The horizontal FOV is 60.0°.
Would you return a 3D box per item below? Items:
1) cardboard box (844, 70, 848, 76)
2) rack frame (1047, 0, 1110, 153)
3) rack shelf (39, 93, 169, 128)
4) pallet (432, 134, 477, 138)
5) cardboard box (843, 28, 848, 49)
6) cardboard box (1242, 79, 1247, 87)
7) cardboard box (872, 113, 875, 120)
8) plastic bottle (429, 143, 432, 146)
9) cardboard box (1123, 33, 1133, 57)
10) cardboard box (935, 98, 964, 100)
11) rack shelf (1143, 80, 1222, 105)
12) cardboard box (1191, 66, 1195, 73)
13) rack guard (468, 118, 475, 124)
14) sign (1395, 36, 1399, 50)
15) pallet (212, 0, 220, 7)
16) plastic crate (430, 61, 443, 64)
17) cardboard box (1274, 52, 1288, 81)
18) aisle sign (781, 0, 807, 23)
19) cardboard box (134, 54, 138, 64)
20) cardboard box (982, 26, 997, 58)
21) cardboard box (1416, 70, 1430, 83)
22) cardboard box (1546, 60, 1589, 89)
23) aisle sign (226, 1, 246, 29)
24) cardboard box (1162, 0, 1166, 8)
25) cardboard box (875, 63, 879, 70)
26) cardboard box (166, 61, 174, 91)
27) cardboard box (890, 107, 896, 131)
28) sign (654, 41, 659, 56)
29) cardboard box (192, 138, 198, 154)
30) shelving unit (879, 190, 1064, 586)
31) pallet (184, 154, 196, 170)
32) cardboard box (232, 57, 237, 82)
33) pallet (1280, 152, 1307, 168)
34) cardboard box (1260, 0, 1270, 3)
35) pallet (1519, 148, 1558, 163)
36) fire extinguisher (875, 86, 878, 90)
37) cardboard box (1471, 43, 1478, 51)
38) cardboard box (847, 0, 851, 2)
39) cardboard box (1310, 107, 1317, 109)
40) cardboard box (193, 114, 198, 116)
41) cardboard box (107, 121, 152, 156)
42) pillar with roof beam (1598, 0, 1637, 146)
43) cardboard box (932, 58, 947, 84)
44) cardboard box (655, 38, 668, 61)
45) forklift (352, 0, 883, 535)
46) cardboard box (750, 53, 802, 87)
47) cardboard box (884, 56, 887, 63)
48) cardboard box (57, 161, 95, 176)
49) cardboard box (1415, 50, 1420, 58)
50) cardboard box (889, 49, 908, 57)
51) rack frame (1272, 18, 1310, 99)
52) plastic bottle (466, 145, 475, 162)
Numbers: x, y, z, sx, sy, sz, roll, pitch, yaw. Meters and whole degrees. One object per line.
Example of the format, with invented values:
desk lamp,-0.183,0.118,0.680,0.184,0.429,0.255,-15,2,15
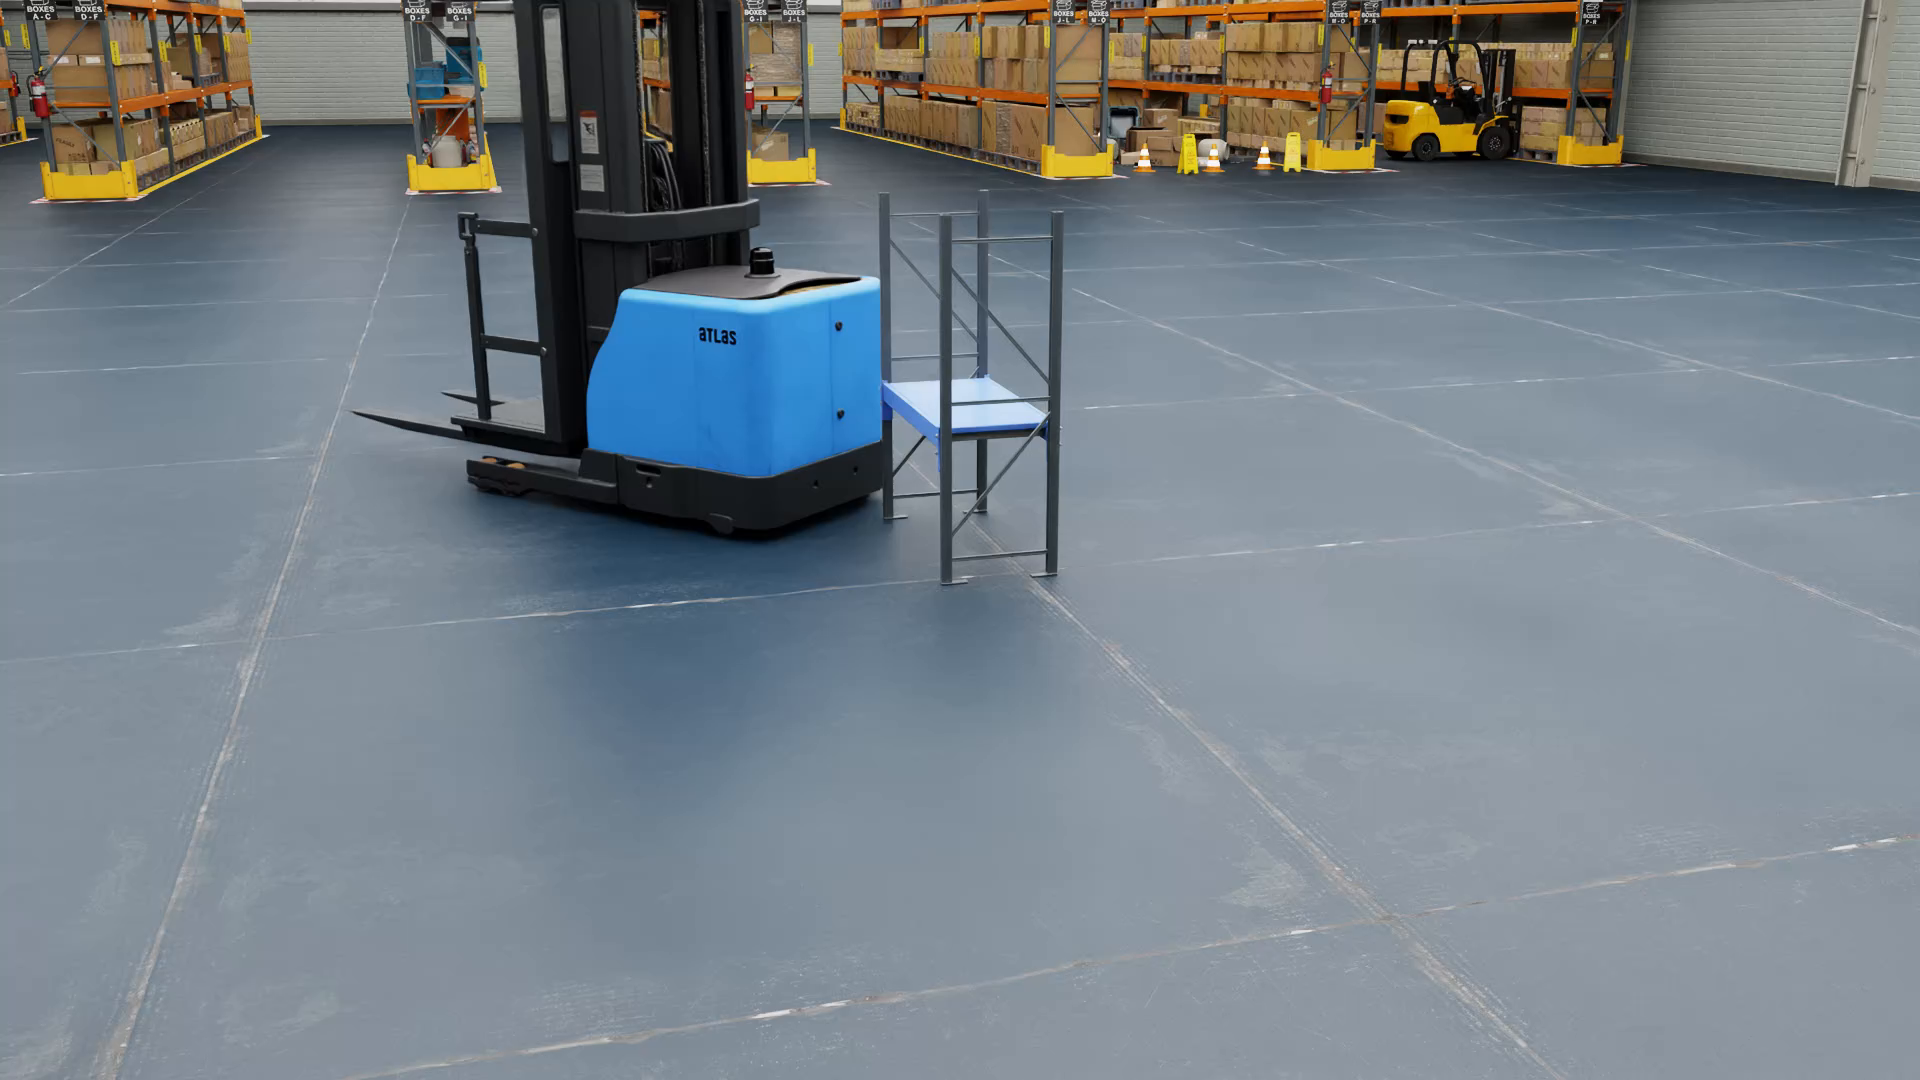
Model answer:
cardboard box,-2.691,-11.673,41.534,0.380,0.149,0.250,-5,17,-16
rack frame,1.932,-7.483,27.148,1.000,3.000,0.127,-5,17,-15
rack shelf,-12.940,-6.545,25.277,1.077,0.370,4.000,-5,17,-15
pallet,-10.752,-8.494,35.362,1.003,0.211,1.213,-5,17,-15
cardboard box,-2.597,-12.432,41.198,0.500,0.500,0.500,-5,17,-16
cardboard box,5.565,-8.639,31.434,0.380,0.149,0.250,-5,17,-16
cardboard box,-1.844,-9.916,38.958,0.380,0.149,0.250,-6,18,-18
plastic bottle,-8.945,-6.530,27.945,0.152,0.276,0.135,-4,17,-13
cardboard box,3.923,-10.905,36.630,0.500,0.500,0.500,-4,17,-14
cardboard box,-0.223,-9.269,35.405,0.500,0.250,0.500,-6,18,-18
rack shelf,5.015,-9.217,34.173,1.077,0.370,4.000,-5,17,-15
cardboard box,4.891,-9.493,33.548,0.380,0.149,0.250,-5,17,-15
rack guard,-12.043,-9.961,39.744,1.175,0.500,0.348,-5,17,-15
sign,9.770,-11.108,37.204,0.100,0.325,0.005,-5,17,-15
pallet,-15.576,-10.816,33.359,1.213,0.211,1.003,-5,17,-15
plastic crate,-11.381,-10.169,36.016,0.392,0.384,0.575,-5,17,-15
cardboard box,5.983,-8.498,29.838,0.500,0.500,0.500,-5,17,-16
aisle sign,-2.559,-8.370,25.584,0.394,0.787,0.004,-5,17,-15
cardboard box,-12.861,-7.392,25.544,0.380,0.149,0.250,-4,17,-14
cardboard box,0.901,-9.073,30.306,0.875,0.550,0.550,-5,17,-15
cardboard box,9.803,-9.587,34.416,0.500,0.250,0.500,-5,17,-16
cardboard box,11.048,-8.459,30.224,0.500,0.500,0.500,-5,17,-16
aisle sign,-16.512,-12.050,37.835,0.394,0.787,0.004,-5,17,-15
cardboard box,4.459,-11.316,34.929,0.396,0.266,0.258,-5,17,-15
cardboard box,-1.699,-10.737,37.691,0.380,0.149,0.250,-6,18,-18
cardboard box,-14.112,-8.134,29.144,0.500,0.500,0.500,-6,18,-18
cardboard box,-1.270,-9.434,37.261,0.500,0.500,0.500,-4,17,-13
sign,-6.695,-10.846,36.703,0.100,0.325,0.005,-5,17,-15
cardboard box,-13.929,-7.026,29.676,0.500,0.250,0.500,-4,17,-14
shelving unit,0.023,-0.695,7.158,0.538,1.500,1.048,-5,17,-15
pallet,-14.068,-6.646,29.210,1.003,0.211,1.213,-5,17,-15
cardboard box,-15.710,-10.007,35.380,0.500,0.500,0.500,-4,17,-14
pallet,6.454,-6.815,29.773,1.003,0.211,1.213,-5,17,-15
cardboard box,5.685,-9.856,30.270,0.380,0.149,0.250,-5,17,-16
pallet,11.185,-7.168,30.949,1.003,0.211,1.213,-5,17,-15
fire extinguisher,-2.090,-11.799,42.300,0.296,0.674,0.183,-5,17,-15
cardboard box,10.314,-9.727,32.803,0.380,0.149,0.250,-4,17,-14
cardboard box,-2.450,-13.226,40.447,0.500,0.250,0.500,-5,17,-16
cardboard box,6.423,-7.681,30.553,0.500,0.500,0.500,-4,17,-14
cardboard box,-15.502,-8.231,33.219,0.500,0.500,0.500,-4,17,-15
cardboard box,-12.733,-6.161,25.494,0.500,0.500,0.500,-5,17,-15
pillar with roof beam,7.972,-11.092,28.736,9.100,9.000,0.400,-5,17,-15
cardboard box,-0.260,-9.457,33.549,0.500,0.500,0.500,-5,17,-16
cardboard box,-6.546,-10.974,37.210,0.500,0.500,0.500,-4,17,-14
forklift,-1.843,-1.730,8.117,3.031,2.935,1.130,11,20,32
cardboard box,-2.989,-7.463,26.393,0.875,0.500,0.500,-5,17,-15
cardboard box,-1.483,-10.665,36.933,0.380,0.149,0.250,-5,18,-18
cardboard box,-12.822,-5.346,24.083,0.500,0.250,0.500,-5,17,-15
cardboard box,9.713,-10.119,34.623,0.380,0.149,0.250,-5,17,-17
cardboard box,-1.343,-10.665,36.415,0.380,0.149,0.250,-4,17,-13
rack frame,8.138,-11.615,40.904,1.000,3.000,0.127,-5,17,-15
plastic bottle,-8.089,-6.397,27.502,0.152,0.276,0.135,-4,17,-14
